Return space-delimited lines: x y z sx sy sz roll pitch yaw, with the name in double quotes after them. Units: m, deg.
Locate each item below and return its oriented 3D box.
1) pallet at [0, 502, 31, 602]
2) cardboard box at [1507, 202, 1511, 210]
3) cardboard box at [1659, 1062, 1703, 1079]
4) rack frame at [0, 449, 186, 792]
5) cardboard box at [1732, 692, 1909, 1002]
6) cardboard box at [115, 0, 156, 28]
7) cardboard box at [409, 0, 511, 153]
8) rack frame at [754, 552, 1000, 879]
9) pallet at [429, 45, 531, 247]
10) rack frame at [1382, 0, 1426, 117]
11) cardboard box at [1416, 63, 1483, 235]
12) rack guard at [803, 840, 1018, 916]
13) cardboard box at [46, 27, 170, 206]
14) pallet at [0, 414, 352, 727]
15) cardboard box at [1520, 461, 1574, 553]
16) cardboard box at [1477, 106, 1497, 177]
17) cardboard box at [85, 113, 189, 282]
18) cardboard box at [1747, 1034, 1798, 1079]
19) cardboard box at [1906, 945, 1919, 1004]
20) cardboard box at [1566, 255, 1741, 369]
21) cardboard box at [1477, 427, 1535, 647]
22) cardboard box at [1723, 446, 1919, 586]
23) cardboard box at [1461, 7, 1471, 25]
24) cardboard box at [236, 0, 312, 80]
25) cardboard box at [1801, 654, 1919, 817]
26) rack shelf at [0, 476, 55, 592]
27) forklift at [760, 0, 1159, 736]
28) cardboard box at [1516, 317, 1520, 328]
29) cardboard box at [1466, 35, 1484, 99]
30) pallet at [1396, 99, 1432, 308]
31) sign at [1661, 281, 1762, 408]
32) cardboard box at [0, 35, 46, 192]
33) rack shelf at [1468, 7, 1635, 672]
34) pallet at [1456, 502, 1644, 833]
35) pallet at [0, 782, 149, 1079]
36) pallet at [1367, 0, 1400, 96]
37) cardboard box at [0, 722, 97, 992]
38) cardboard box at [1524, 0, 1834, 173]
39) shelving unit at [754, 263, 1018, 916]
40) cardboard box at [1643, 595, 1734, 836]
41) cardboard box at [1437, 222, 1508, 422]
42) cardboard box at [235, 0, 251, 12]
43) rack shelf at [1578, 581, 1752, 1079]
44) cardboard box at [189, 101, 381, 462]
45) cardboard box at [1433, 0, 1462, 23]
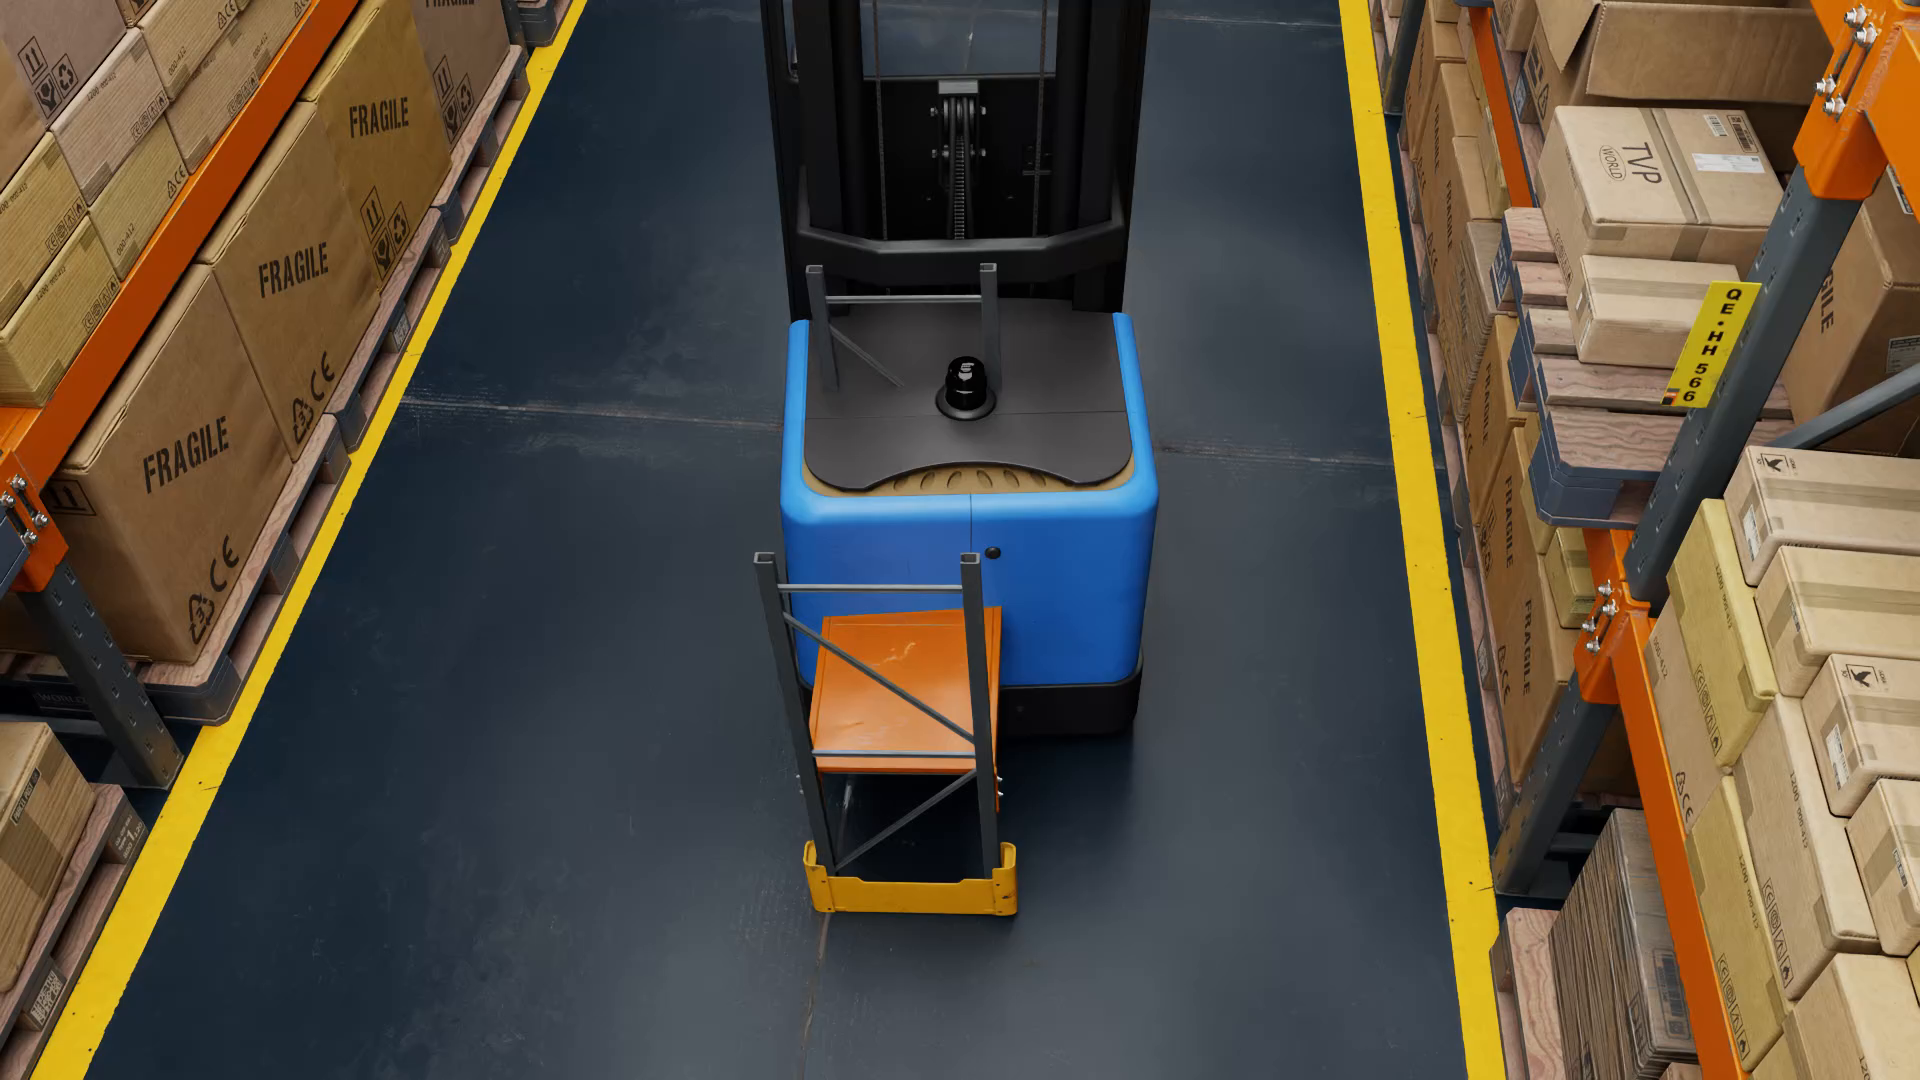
-2.852 0.269 3.601 1.213 0.211 1.003 4 48 4 "pallet"
2.065 -1.042 5.640 0.380 0.149 0.250 4 48 4 "cardboard box"
1.928 1.603 3.576 0.875 0.625 0.625 5 48 5 "cardboard box"
-2.893 -0.326 4.016 1.000 3.000 0.127 4 48 4 "rack frame"
1.720 0.564 2.964 0.500 0.250 0.500 5 48 5 "cardboard box"
-2.507 -1.788 4.607 0.500 0.500 0.500 5 48 5 "cardboard box"
-2.505 -2.229 6.911 0.875 0.875 0.875 5 48 5 "cardboard box"
-0.167 0.545 4.217 0.500 1.500 0.032 0 48 4 "rack frame"
-2.524 -1.752 7.210 1.003 0.211 1.213 4 48 4 "pallet"
2.415 -2.934 6.401 1.000 3.000 0.127 4 48 4 "rack frame"
2.108 -1.500 6.499 0.500 0.500 0.500 3 48 3 "cardboard box"
-0.134 0.953 4.690 0.587 0.250 0.087 0 48 4 "rack guard"
-2.553 -1.180 4.559 0.500 0.250 0.500 5 48 4 "cardboard box"
-2.746 0.041 5.570 1.003 0.211 1.213 4 48 4 "pallet"
1.837 -0.095 4.774 0.380 0.149 0.250 2 48 2 "cardboard box"
2.085 -1.424 5.990 0.380 0.149 0.250 4 48 3 "cardboard box"
-2.569 -0.997 4.730 0.500 0.250 0.500 3 48 2 "cardboard box"
1.676 1.113 2.801 0.500 0.250 0.500 2 48 2 "cardboard box"
1.703 0.733 2.539 0.380 0.149 0.250 4 48 4 "cardboard box"
1.728 -0.561 4.116 0.380 0.149 0.250 5 48 4 "cardboard box"
1.931 0.015 5.113 0.500 0.500 0.500 3 48 3 "cardboard box"
1.728 -0.033 3.240 0.380 0.149 0.250 5 48 5 "cardboard box"
2.141 -2.112 6.417 0.380 0.149 0.250 2 48 2 "cardboard box"
-2.474 -1.745 5.415 0.500 0.250 0.500 4 48 4 "cardboard box"
1.707 0.353 2.887 0.380 0.149 0.250 5 48 5 "cardboard box"
-3.075 1.386 2.937 1.077 0.370 4.000 4 48 4 "rack shelf"
-0.022 -1.453 5.092 1.130 2.935 3.031 -1 48 -1 "forklift"
1.996 -0.660 5.290 0.380 0.149 0.250 3 48 3 "cardboard box"
2.157 -1.808 6.340 0.380 0.149 0.250 2 48 2 "cardboard box"
2.378 -1.393 6.881 1.003 0.211 1.213 4 48 4 "pallet"
1.509 -0.389 3.342 0.100 0.325 0.005 4 48 4 "sign"
-2.605 -1.043 3.926 0.500 0.500 0.500 2 48 2 "cardboard box"
2.232 -1.222 5.322 1.077 0.370 4.000 4 48 4 "rack shelf"
2.156 0.400 5.241 1.003 0.211 1.213 4 48 4 "pallet"
-2.966 1.189 4.519 1.003 0.211 1.213 4 48 4 "pallet"
2.478 -2.498 7.892 1.003 0.211 1.213 4 48 4 "pallet"
-2.955 0.833 4.451 0.950 0.372 0.625 1 48 1 "cardboard box"
2.015 -1.384 4.628 0.797 0.503 0.637 3 48 3 "cardboard box"
-0.141 0.164 4.565 0.587 1.500 1.083 0 48 4 "shelving unit"
1.766 0.365 3.485 0.500 0.250 0.500 4 48 4 "cardboard box"
2.005 -0.753 5.815 0.500 0.500 0.500 2 48 2 "cardboard box"
-2.436 -1.917 5.233 0.500 0.250 0.500 5 48 4 "cardboard box"
1.868 1.717 2.634 1.077 0.370 4.000 4 48 4 "rack shelf"
-2.662 -0.908 5.703 0.875 0.875 0.875 4 48 4 "cardboard box"
2.117 -2.206 6.704 0.380 0.149 0.250 6 48 5 "cardboard box"
